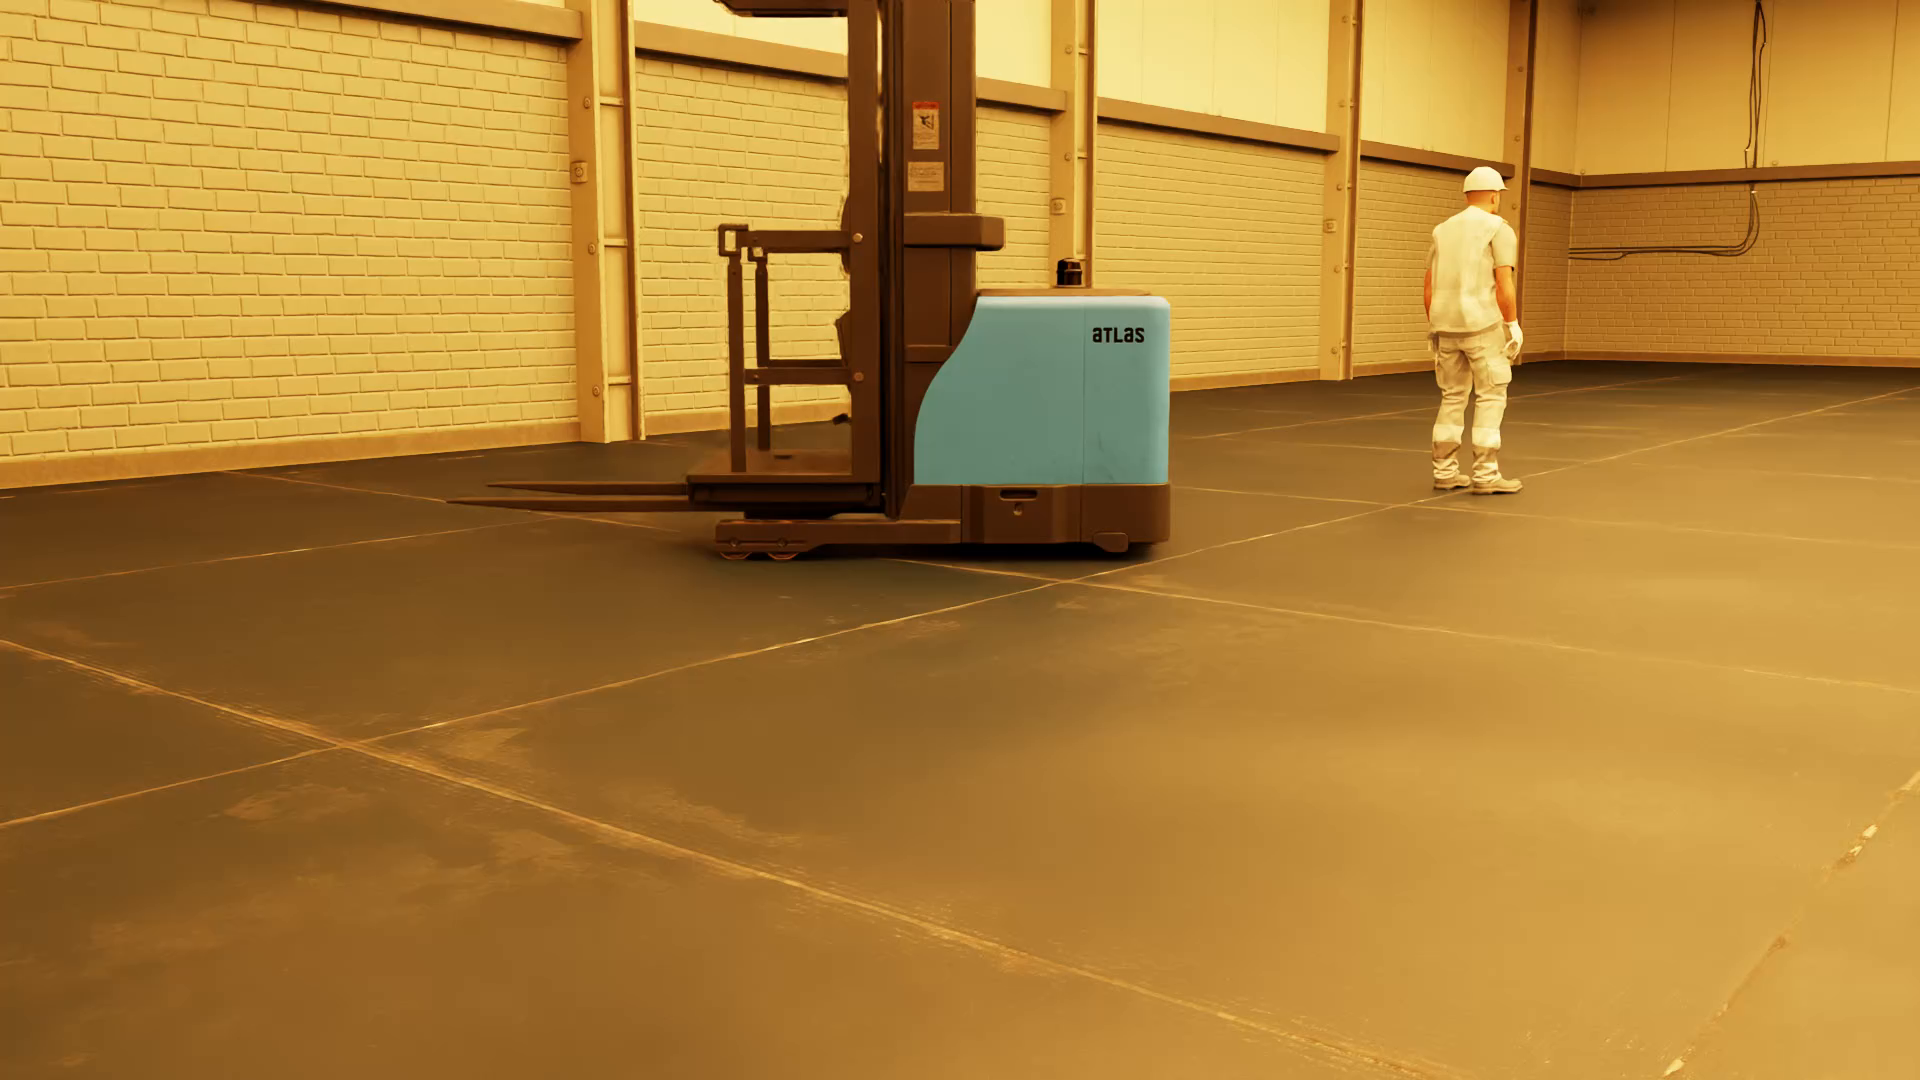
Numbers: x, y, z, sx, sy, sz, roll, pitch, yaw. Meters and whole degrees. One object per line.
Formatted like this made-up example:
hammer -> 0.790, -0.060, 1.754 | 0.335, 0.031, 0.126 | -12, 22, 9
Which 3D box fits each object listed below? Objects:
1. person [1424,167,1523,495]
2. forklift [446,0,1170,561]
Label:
person -> 2.837, -1.157, 9.184 | 0.453, 1.777, 0.607 | -6, 10, -34
forklift -> -0.646, -1.442, 7.137 | 3.031, 2.935, 1.130 | 0, 8, 0
